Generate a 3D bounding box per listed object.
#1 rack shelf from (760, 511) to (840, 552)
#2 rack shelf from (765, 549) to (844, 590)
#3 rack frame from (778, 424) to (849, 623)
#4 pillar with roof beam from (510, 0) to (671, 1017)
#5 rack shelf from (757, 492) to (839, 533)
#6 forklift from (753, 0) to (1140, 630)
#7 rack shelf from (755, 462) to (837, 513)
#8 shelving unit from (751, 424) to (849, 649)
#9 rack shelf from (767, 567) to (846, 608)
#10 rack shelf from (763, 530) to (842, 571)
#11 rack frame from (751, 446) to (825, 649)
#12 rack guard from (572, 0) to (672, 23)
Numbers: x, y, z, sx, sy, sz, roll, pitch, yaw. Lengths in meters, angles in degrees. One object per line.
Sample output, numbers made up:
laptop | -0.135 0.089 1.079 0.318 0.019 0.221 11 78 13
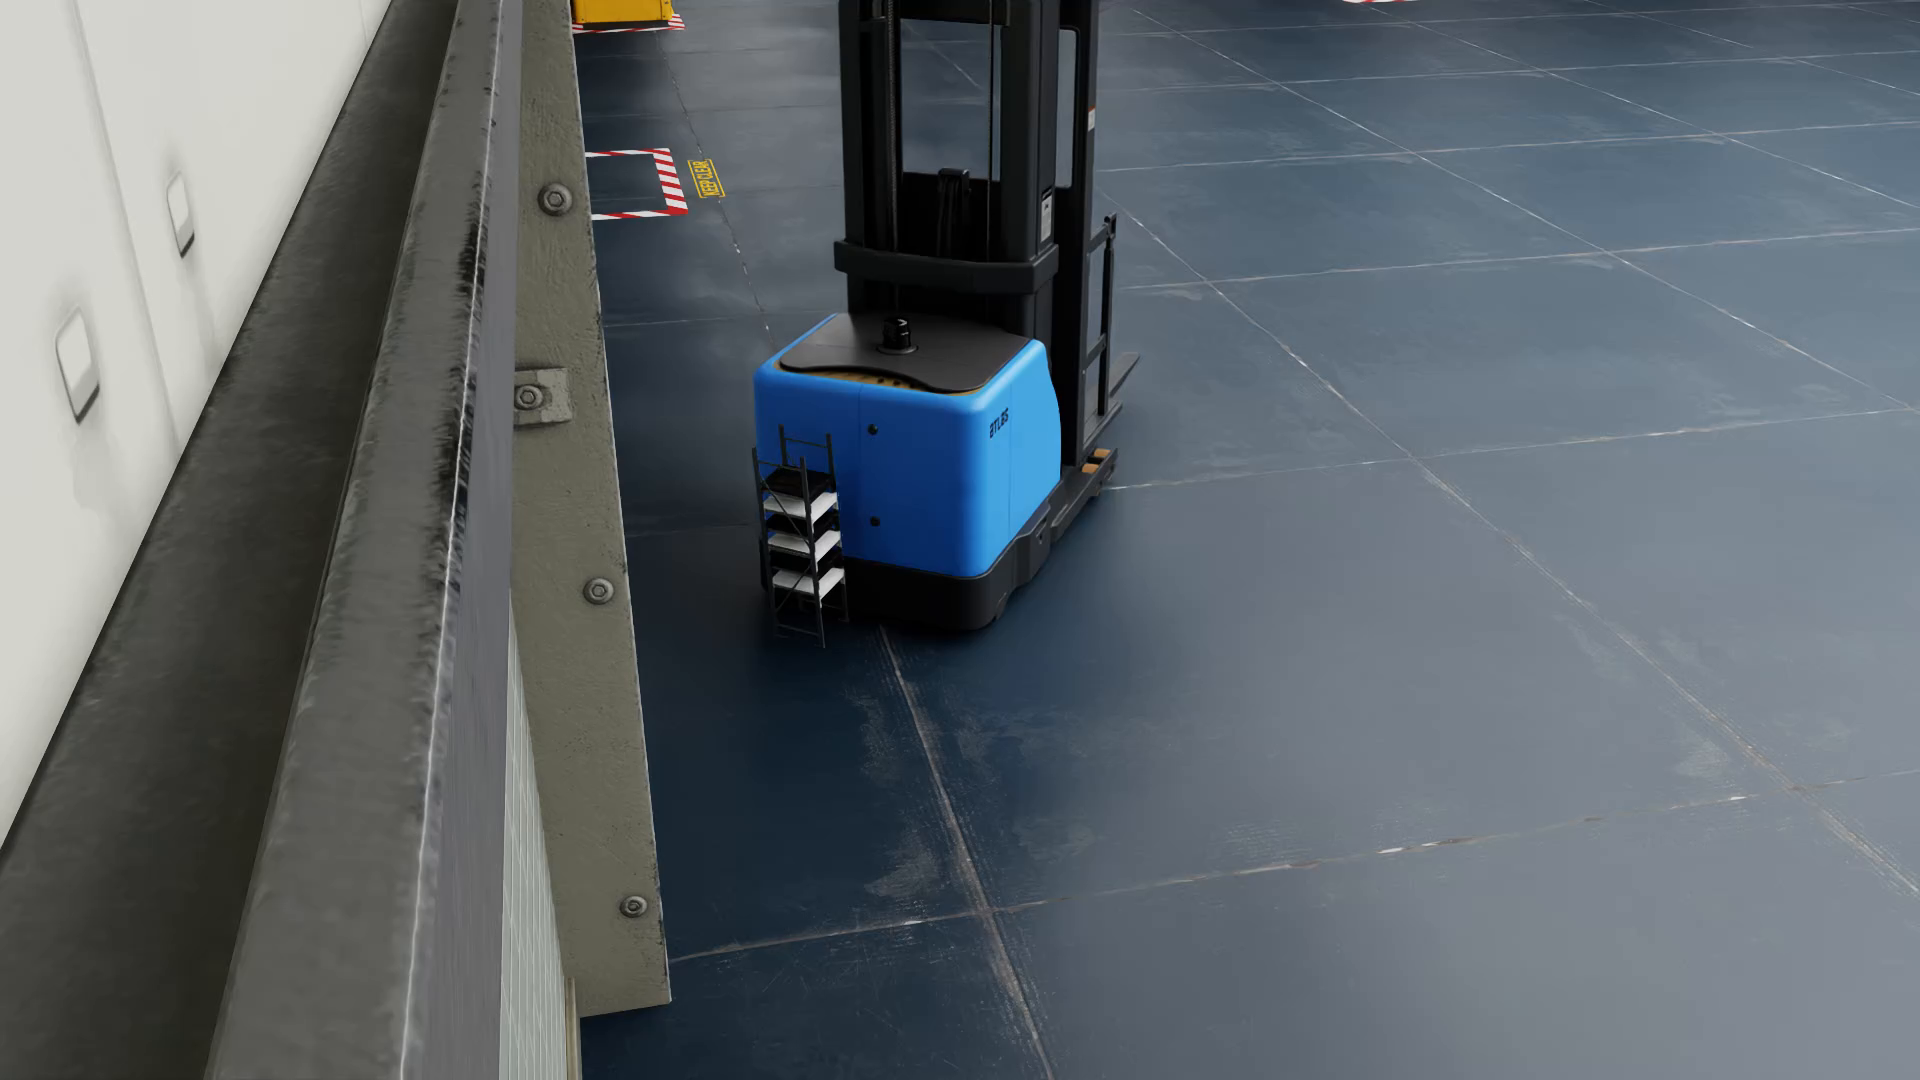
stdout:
rack shelf | -0.644 -0.056 6.719 0.258 0.077 0.200 12 35 23
rack shelf | -0.637 0.097 6.814 0.258 0.077 0.200 12 35 23
rack frame | -0.597 -0.058 6.826 0.240 0.900 0.006 12 35 23
pillar with roof beam | 3.132 -3.135 3.975 9.100 9.000 0.400 -6 27 -12
rack shelf | -0.648 -0.133 6.672 0.258 0.077 0.200 12 35 23
forklift | 0.145 -1.579 7.626 1.130 2.935 3.031 10 28 19
rack shelf | -0.652 -0.209 6.625 0.258 0.077 0.200 12 35 23
shelving unit | -0.642 -0.008 6.749 0.258 0.900 0.210 12 35 23
rack shelf | -0.633 0.173 6.861 0.258 0.077 0.200 12 35 23
rack shelf | -0.640 0.020 6.767 0.258 0.077 0.200 12 35 23
rack frame | -0.686 0.042 6.672 0.240 0.900 0.006 12 35 23
rack guard | -4.135 -6.620 20.311 1.175 0.500 0.348 -6 27 -12
